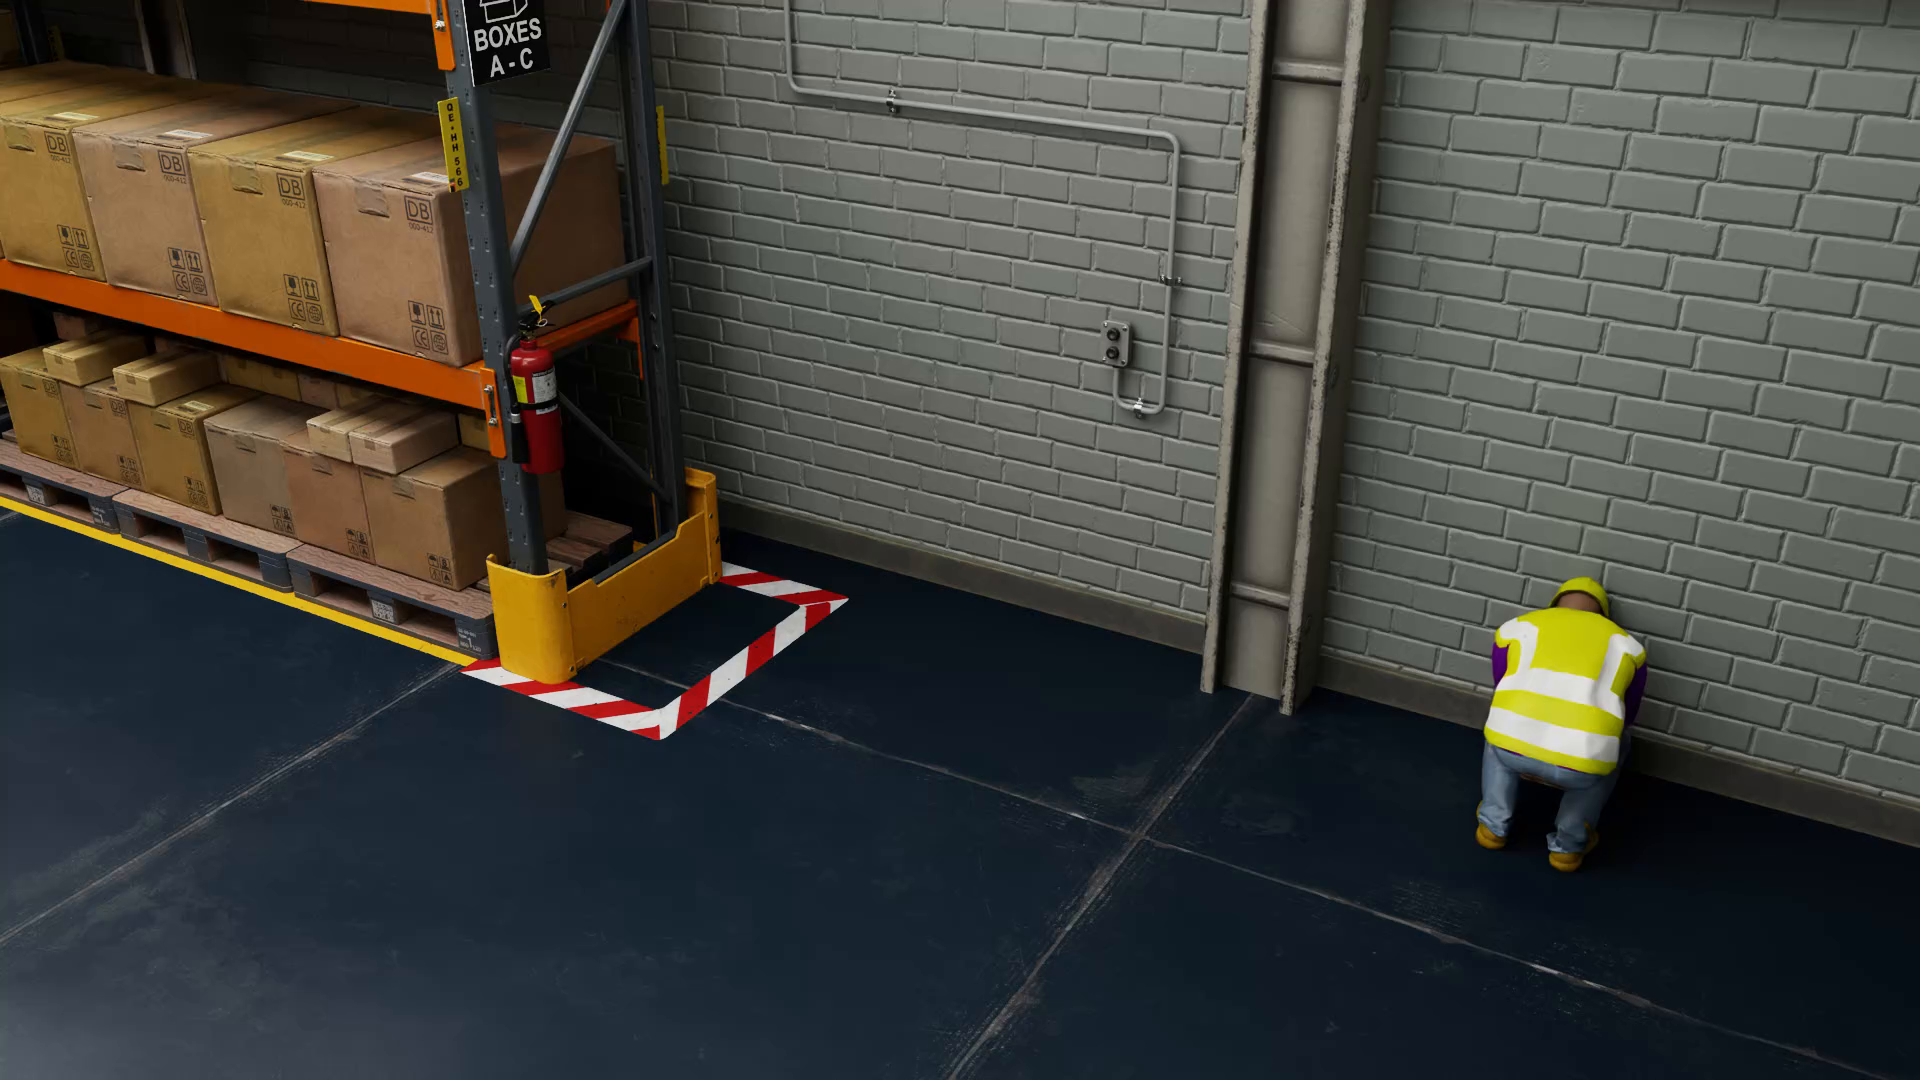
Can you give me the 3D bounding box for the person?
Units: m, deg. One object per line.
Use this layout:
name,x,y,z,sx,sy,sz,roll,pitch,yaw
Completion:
person,2.107,0.645,5.894,0.520,0.821,0.974,13,29,25
